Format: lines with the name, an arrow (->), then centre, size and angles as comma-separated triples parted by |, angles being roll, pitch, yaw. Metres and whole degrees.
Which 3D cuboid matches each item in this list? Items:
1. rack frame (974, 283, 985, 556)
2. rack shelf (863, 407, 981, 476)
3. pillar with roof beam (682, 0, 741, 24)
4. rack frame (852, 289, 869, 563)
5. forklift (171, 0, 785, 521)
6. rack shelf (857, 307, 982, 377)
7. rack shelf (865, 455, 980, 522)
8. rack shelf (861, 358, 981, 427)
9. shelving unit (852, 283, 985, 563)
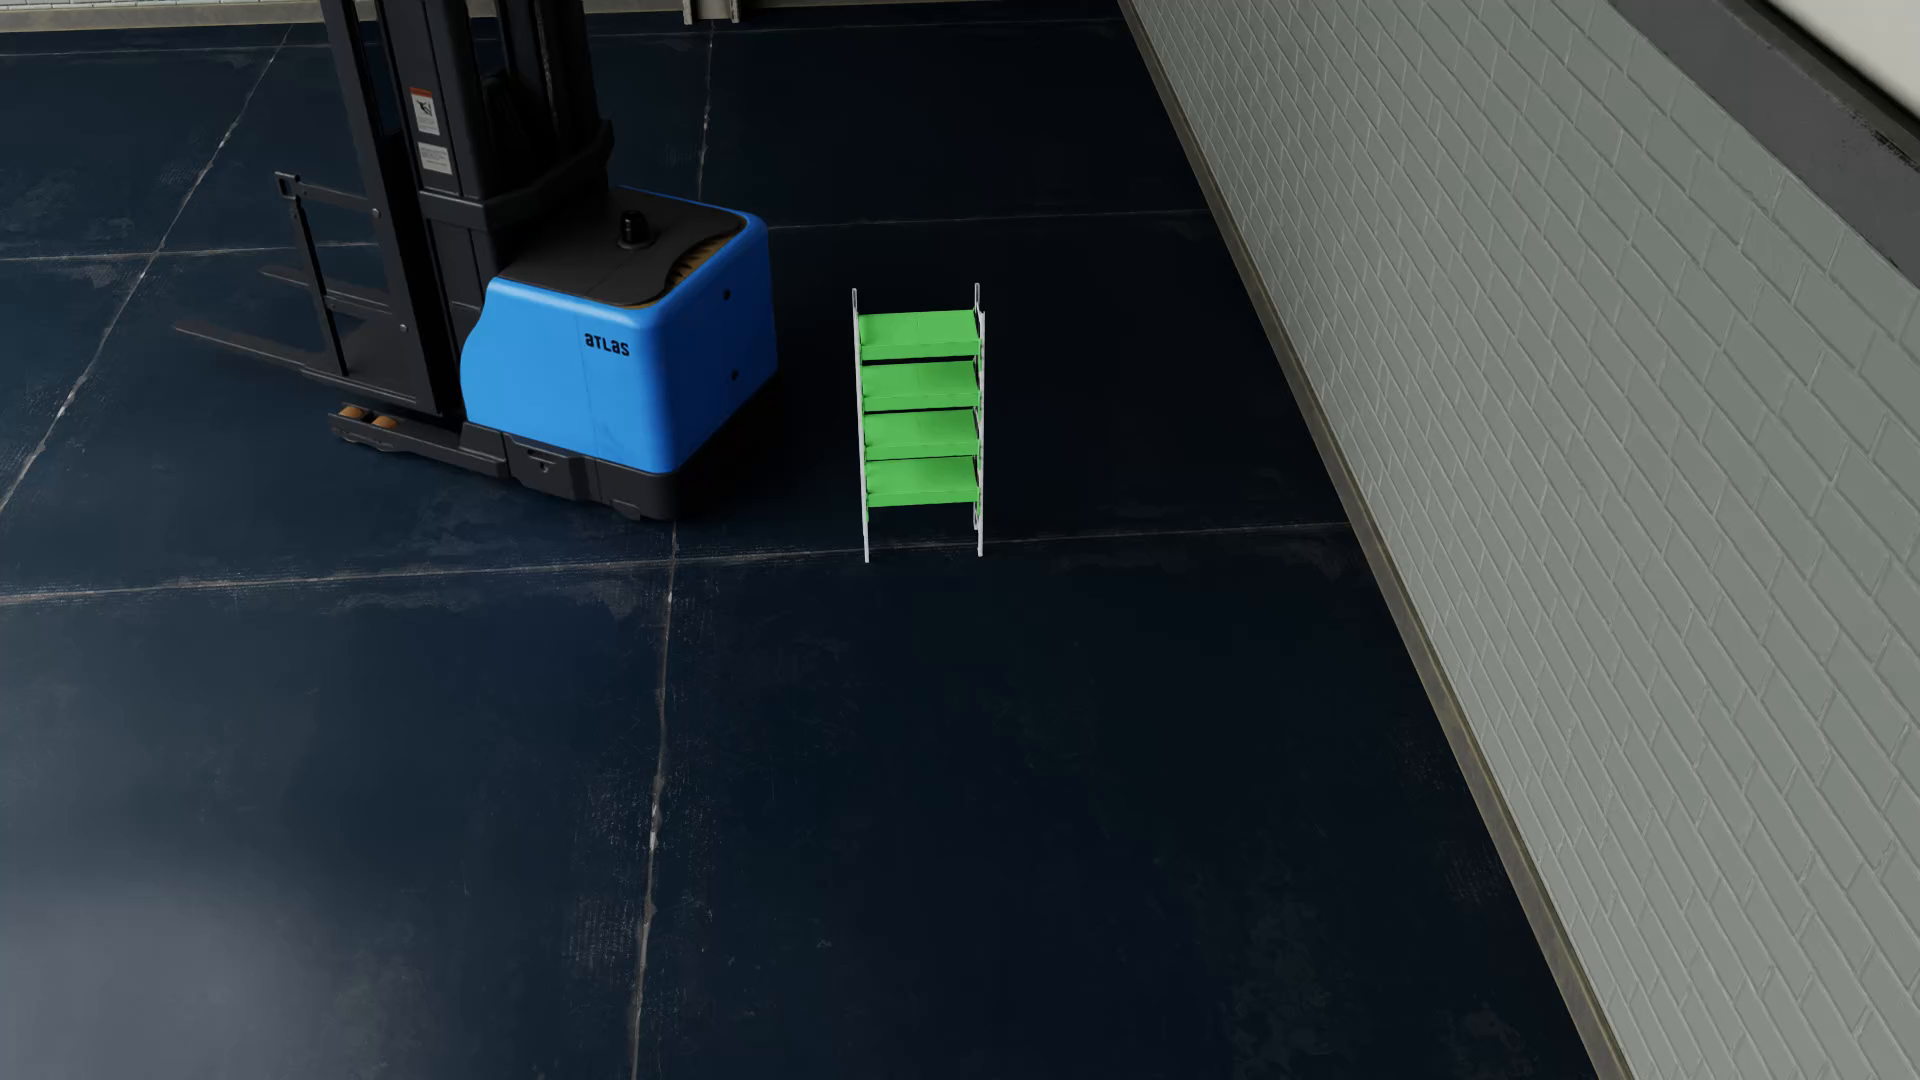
rack frame -> 0.078, -0.475, 6.884 | 0.015, 1.200, 0.240 | -3, 38, -4
rack shelf -> -0.165, -0.412, 6.906 | 0.480, 0.148, 0.258 | -3, 38, -4
pillar with roof beam -> -1.413, -4.687, 5.926 | 0.400, 9.000, 9.100 | -3, 38, -4
rack frame -> -0.408, -0.449, 6.850 | 0.015, 1.200, 0.240 | -3, 38, -4
forklift -> -2.396, -1.841, 7.217 | 3.031, 2.935, 1.130 | 16, 41, 19
rack shelf -> -0.165, -0.789, 6.609 | 0.480, 0.148, 0.258 | -3, 38, -4
rack shelf -> -0.165, -0.223, 7.055 | 0.480, 0.148, 0.258 | -3, 38, -4
rack shelf -> -0.165, -0.600, 6.758 | 0.480, 0.148, 0.258 | -3, 38, -4
shelving unit -> -0.165, -0.462, 6.867 | 0.503, 1.200, 0.258 | -3, 38, -4
